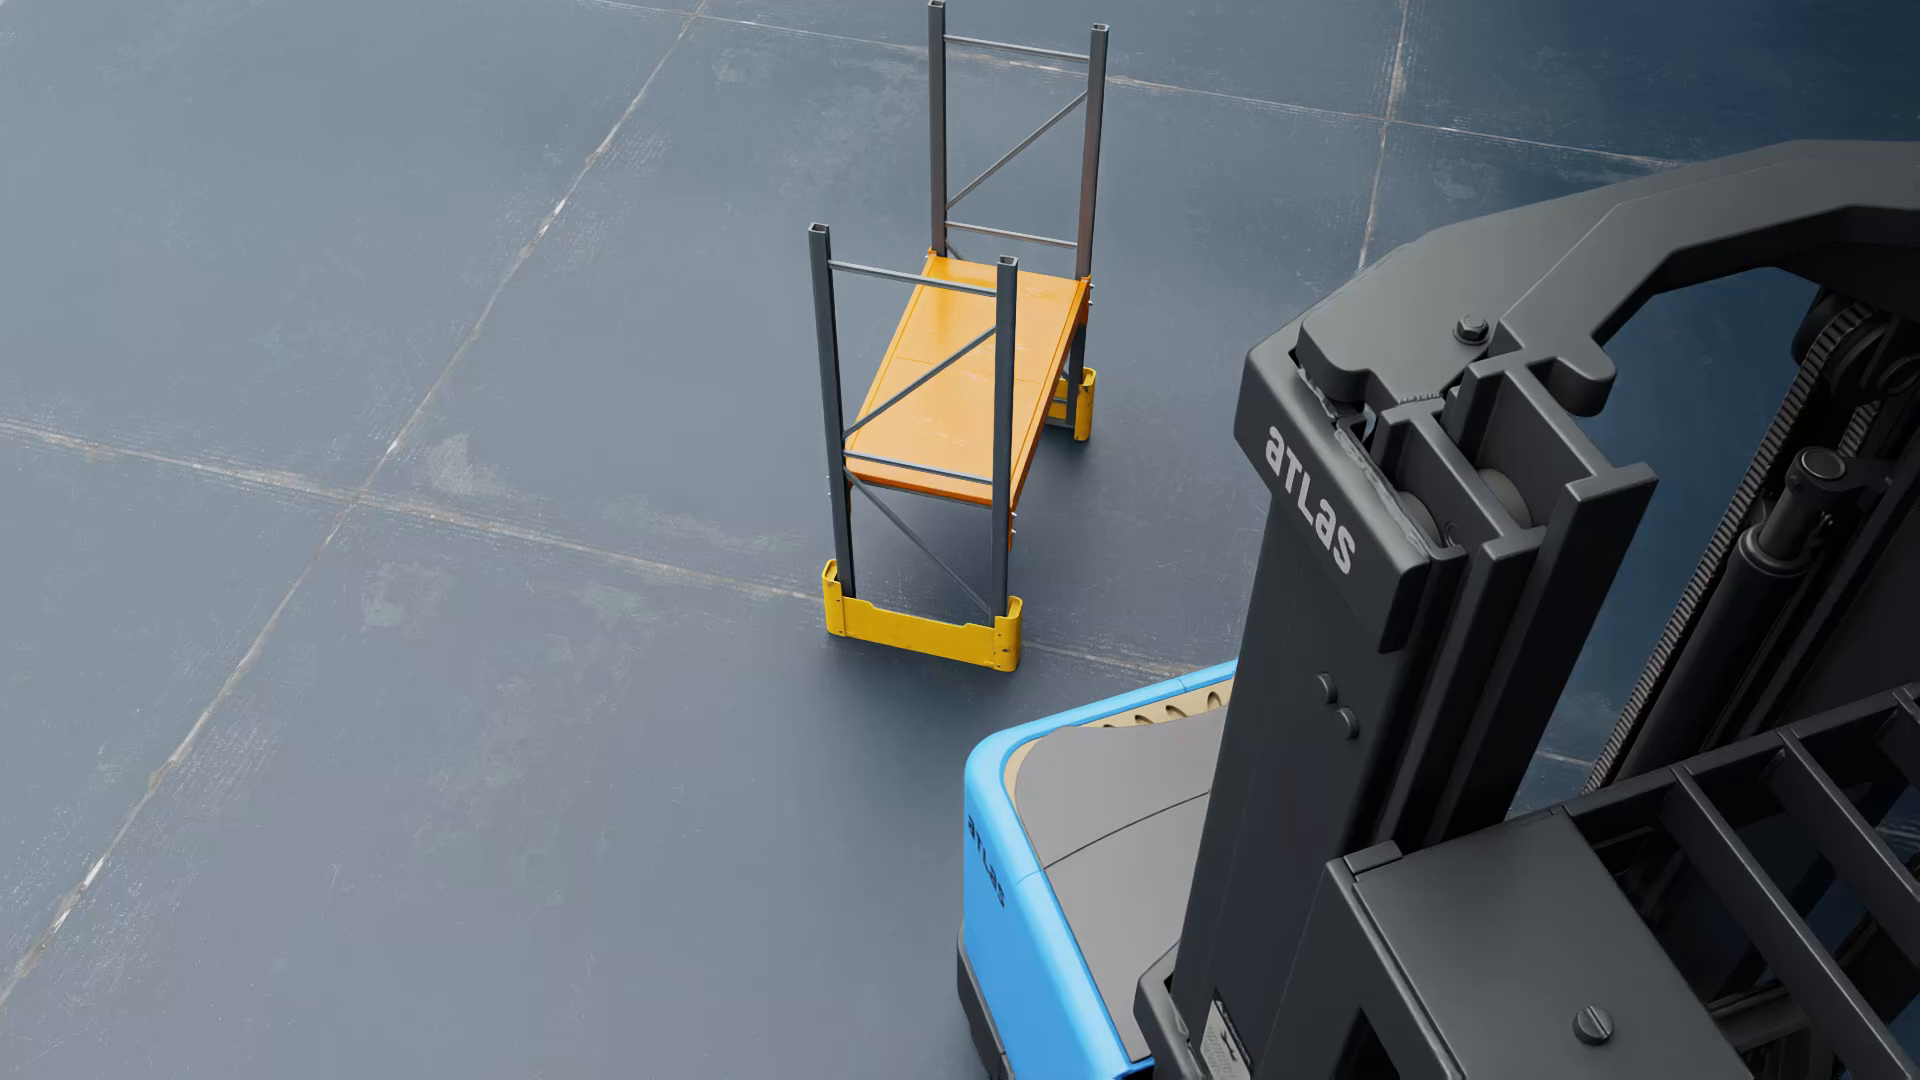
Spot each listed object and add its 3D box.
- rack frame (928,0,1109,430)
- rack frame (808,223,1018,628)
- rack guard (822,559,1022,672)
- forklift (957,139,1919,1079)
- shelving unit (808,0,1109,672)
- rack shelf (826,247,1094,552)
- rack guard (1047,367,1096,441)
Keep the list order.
[{"bbox_3d":[0.156,-0.926,5.067,0.500,1.500,0.032,12,50,10],"label":"rack frame"},{"bbox_3d":[-0.111,-0.190,4.418,0.500,1.500,0.032,12,50,10],"label":"rack frame"},{"bbox_3d":[-0.111,0.222,4.887,0.587,0.250,0.087,12,50,10],"label":"rack guard"},{"bbox_3d":[0.976,1.075,2.346,1.130,2.935,3.031,-15,50,-13],"label":"forklift"},{"bbox_3d":[0.020,-0.551,4.736,0.587,1.500,1.083,12,50,10],"label":"shelving unit"},{"bbox_3d":[0.022,-0.439,4.877,0.538,0.185,1.000,12,50,10],"label":"rack shelf"},{"bbox_3d":[0.151,-0.498,5.523,0.587,0.250,0.087,12,50,10],"label":"rack guard"}]
